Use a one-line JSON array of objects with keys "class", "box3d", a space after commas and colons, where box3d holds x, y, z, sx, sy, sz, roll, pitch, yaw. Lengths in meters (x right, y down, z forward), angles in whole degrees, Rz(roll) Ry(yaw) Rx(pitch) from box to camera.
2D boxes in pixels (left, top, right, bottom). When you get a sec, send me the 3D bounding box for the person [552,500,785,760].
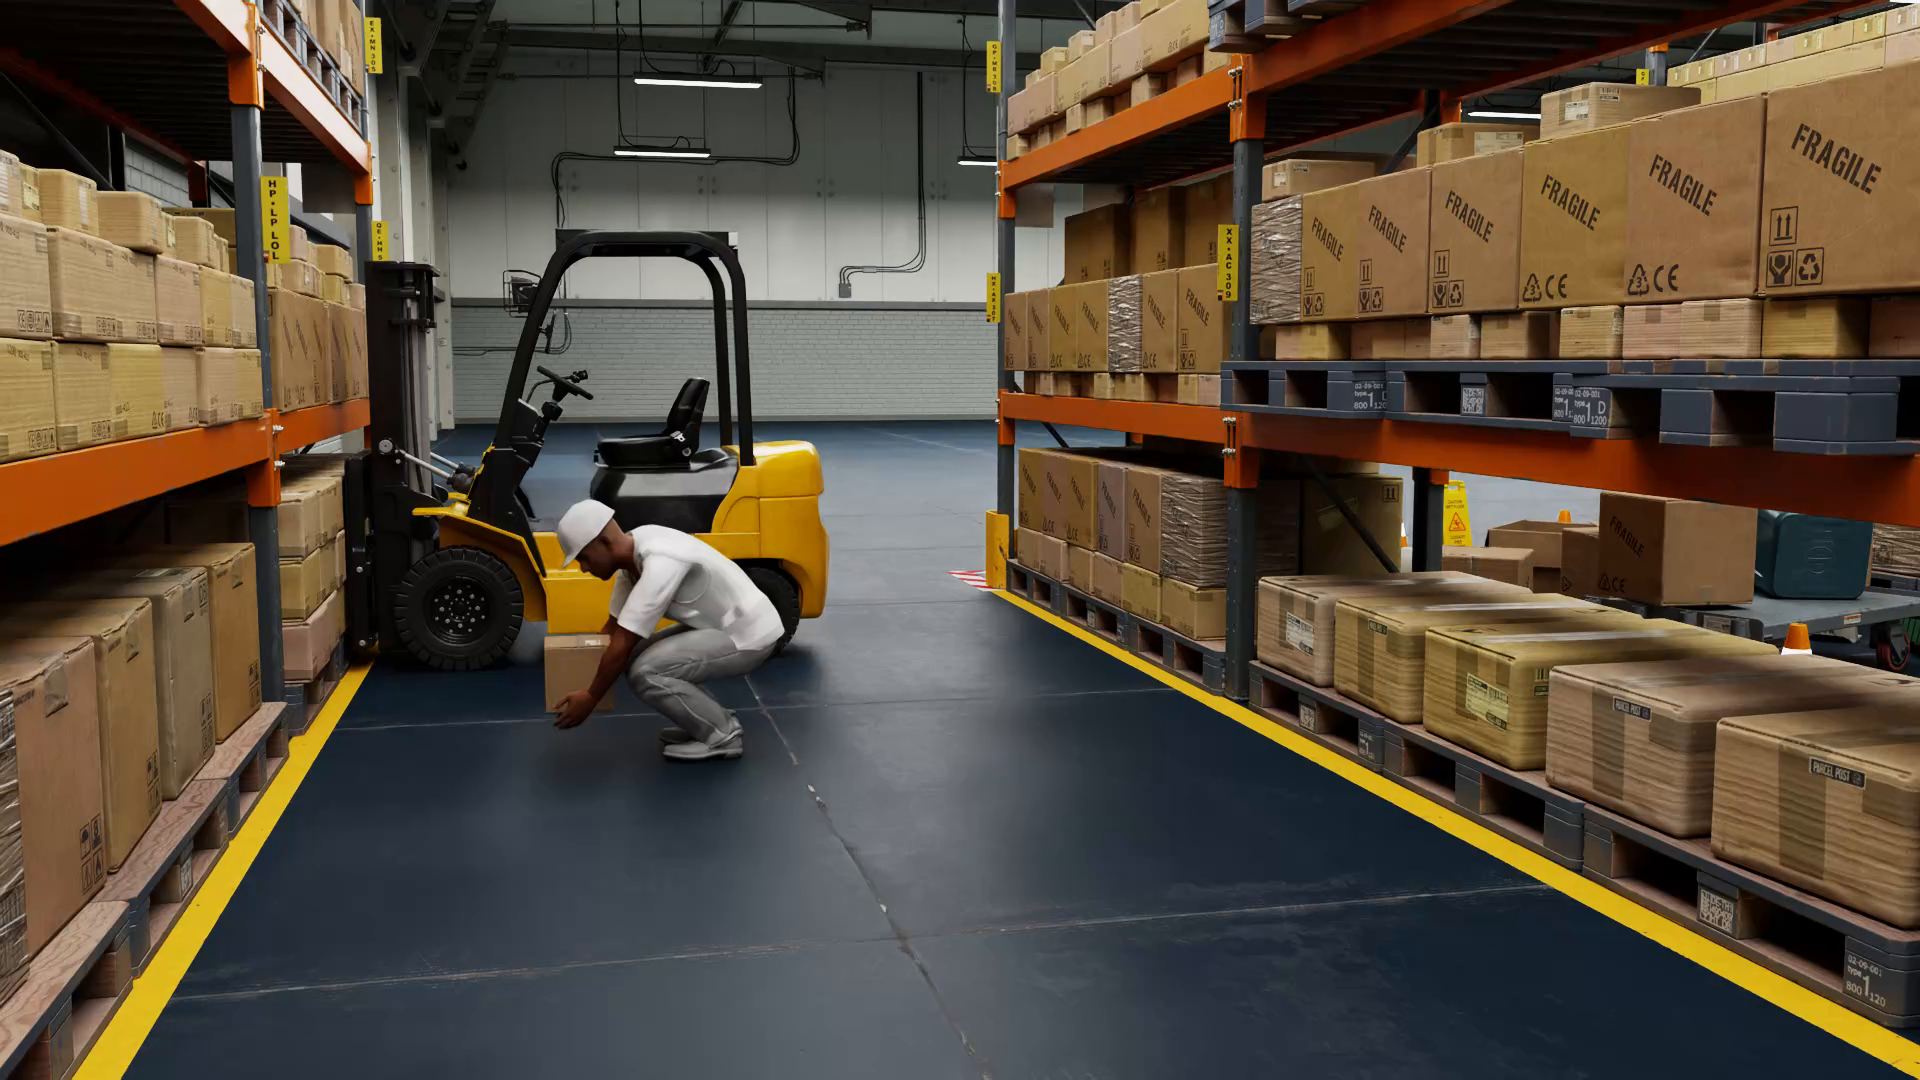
[{"class": "person", "box3d": [-1.120, 0.334, 6.367, 0.887, 0.999, 0.589, -1, 6, -14]}]
